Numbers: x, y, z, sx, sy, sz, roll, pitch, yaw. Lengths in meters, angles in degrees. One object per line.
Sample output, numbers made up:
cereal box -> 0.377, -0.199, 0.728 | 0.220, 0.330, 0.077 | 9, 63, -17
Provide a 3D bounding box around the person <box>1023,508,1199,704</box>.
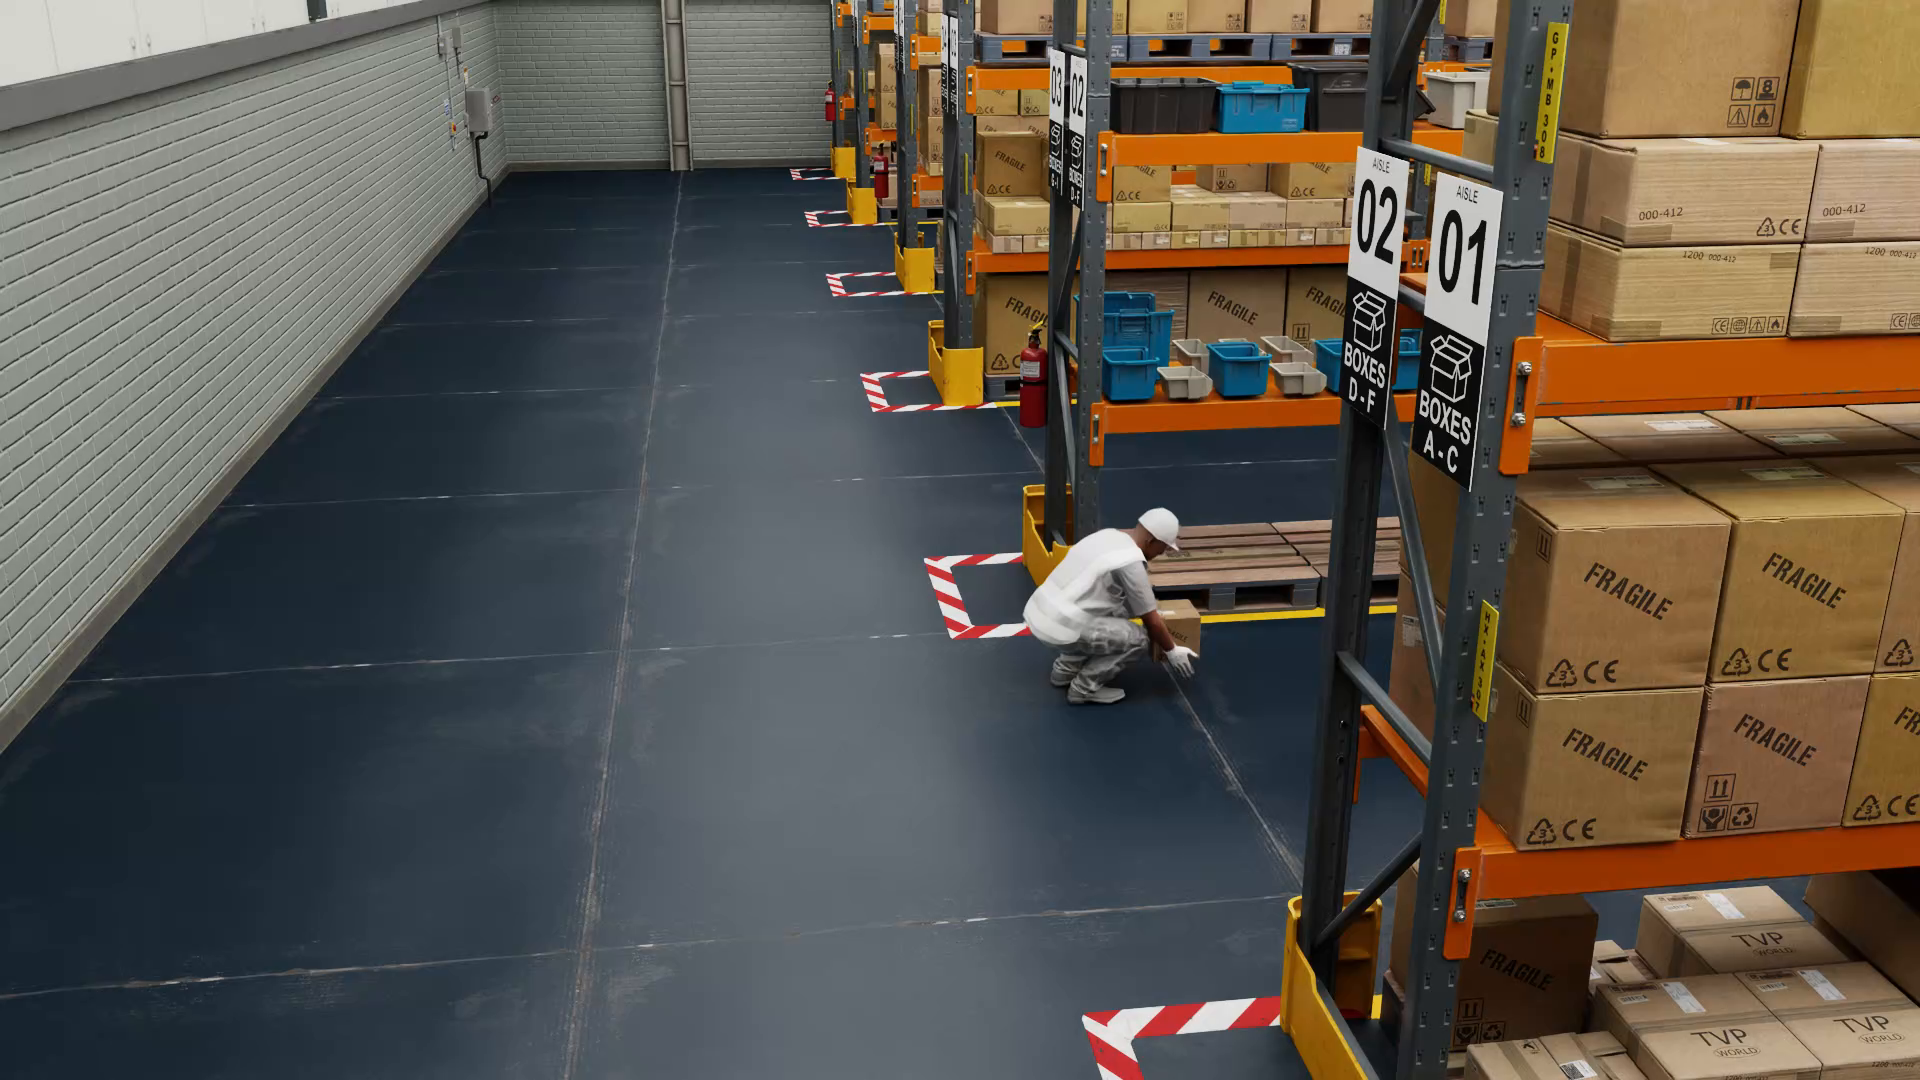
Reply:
person -> 0.790, 0.334, 8.791 | 0.906, 0.998, 0.559 | -3, 20, -8
